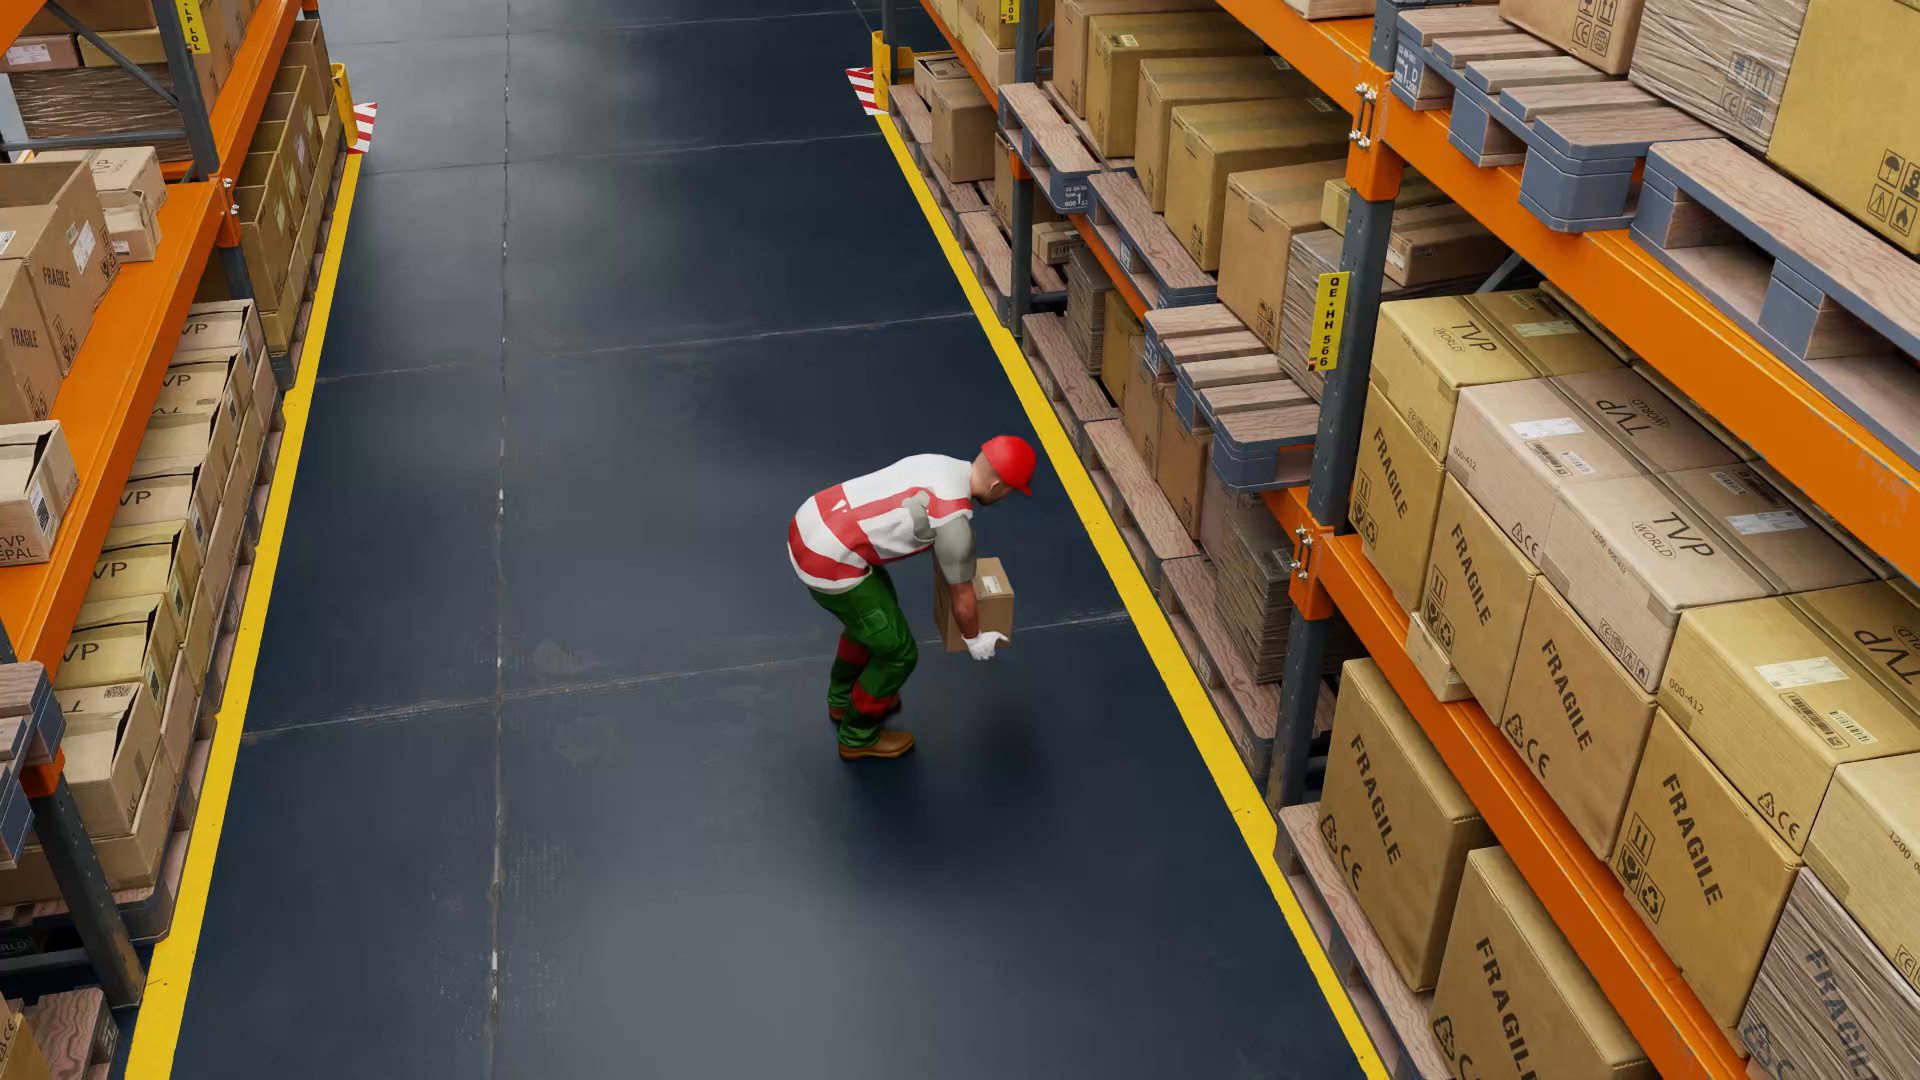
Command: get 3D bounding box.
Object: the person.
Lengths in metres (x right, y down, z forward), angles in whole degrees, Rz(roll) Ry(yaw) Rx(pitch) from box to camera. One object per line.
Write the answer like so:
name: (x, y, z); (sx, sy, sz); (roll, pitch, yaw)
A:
person: (-0.170, 0.203, 6.292); (0.928, 1.257, 0.509); (-8, 35, -12)
